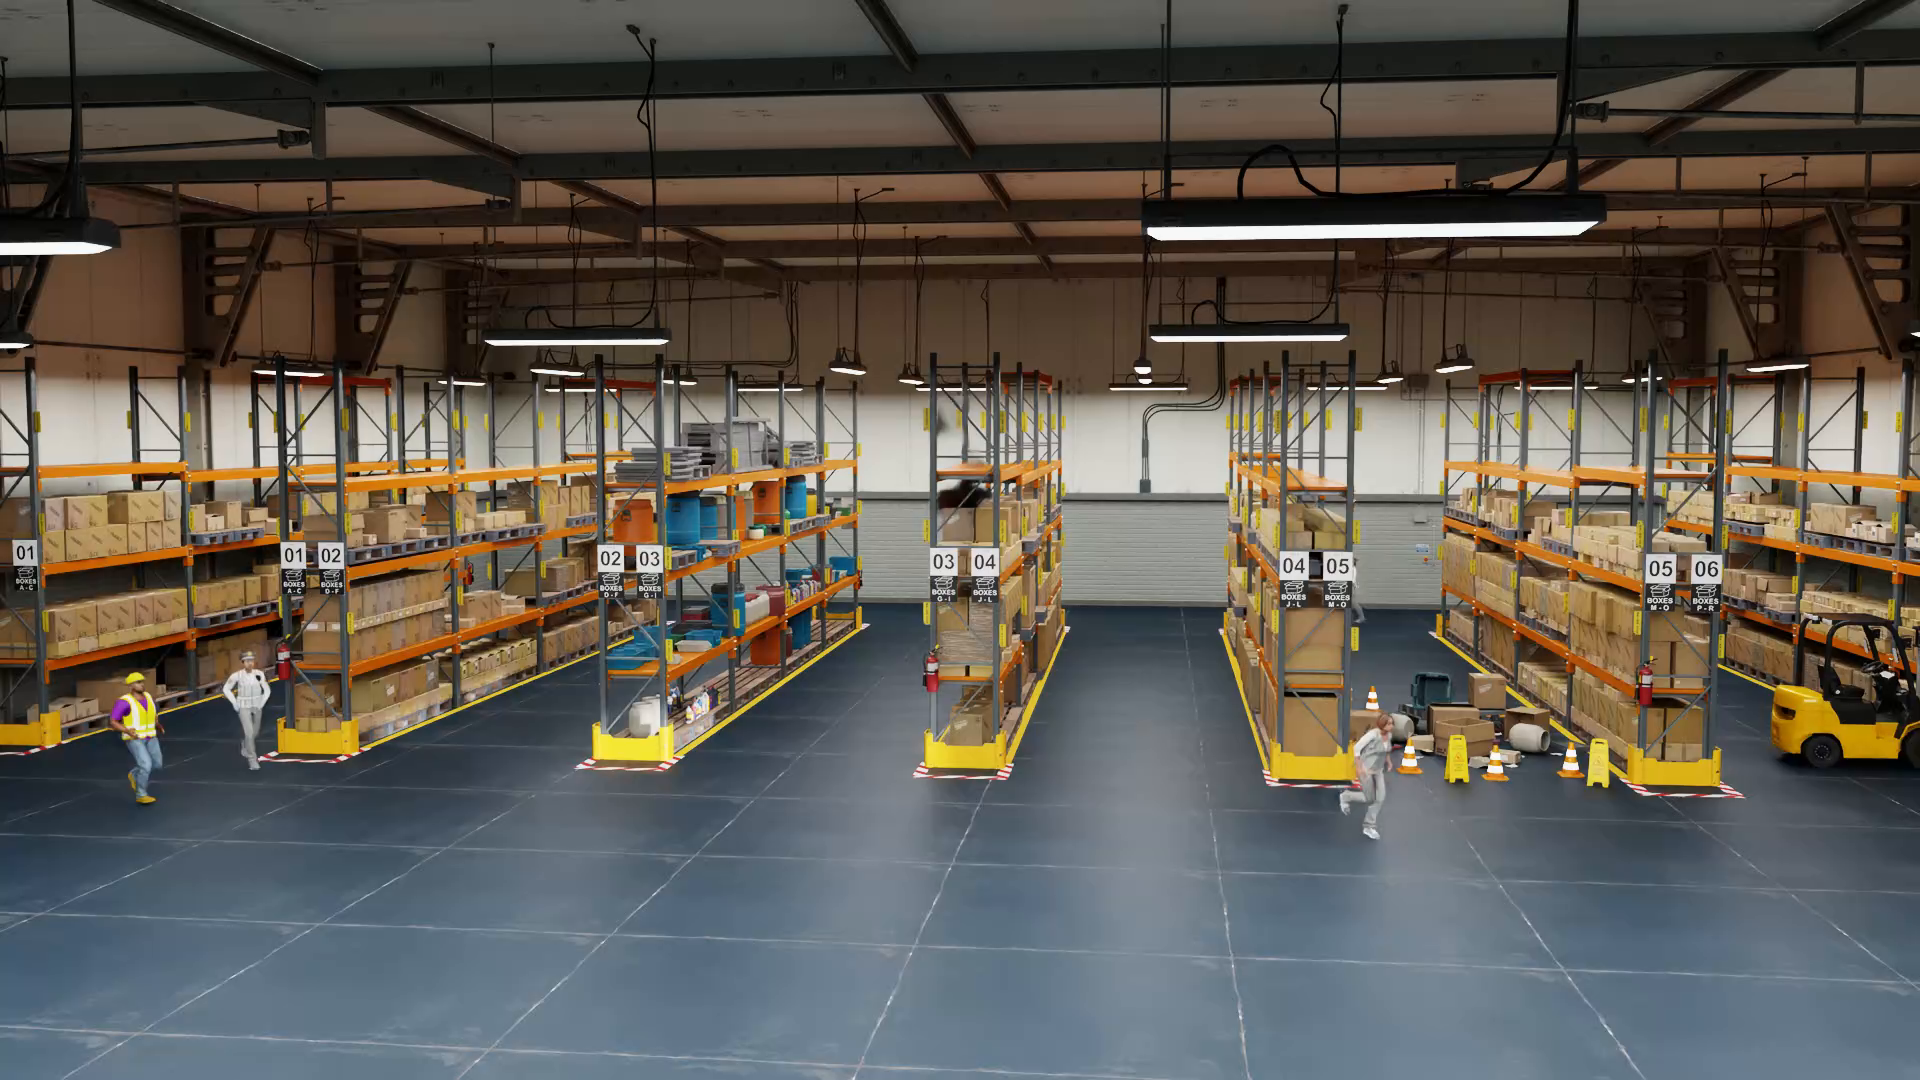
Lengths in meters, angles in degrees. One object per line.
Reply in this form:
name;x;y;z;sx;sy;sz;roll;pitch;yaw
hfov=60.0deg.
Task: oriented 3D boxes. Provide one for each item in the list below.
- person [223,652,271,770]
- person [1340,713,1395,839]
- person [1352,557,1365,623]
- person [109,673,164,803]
person;-10.371;2.461;24.229;0.629;1.703;0.790;-4;5;-42
person;4.952;2.831;20.233;0.536;1.542;0.768;-3;5;-39
person;9.658;1.255;41.125;0.747;1.749;0.569;-1;4;-13
person;-10.816;2.597;21.878;0.609;1.715;0.697;2;4;24
